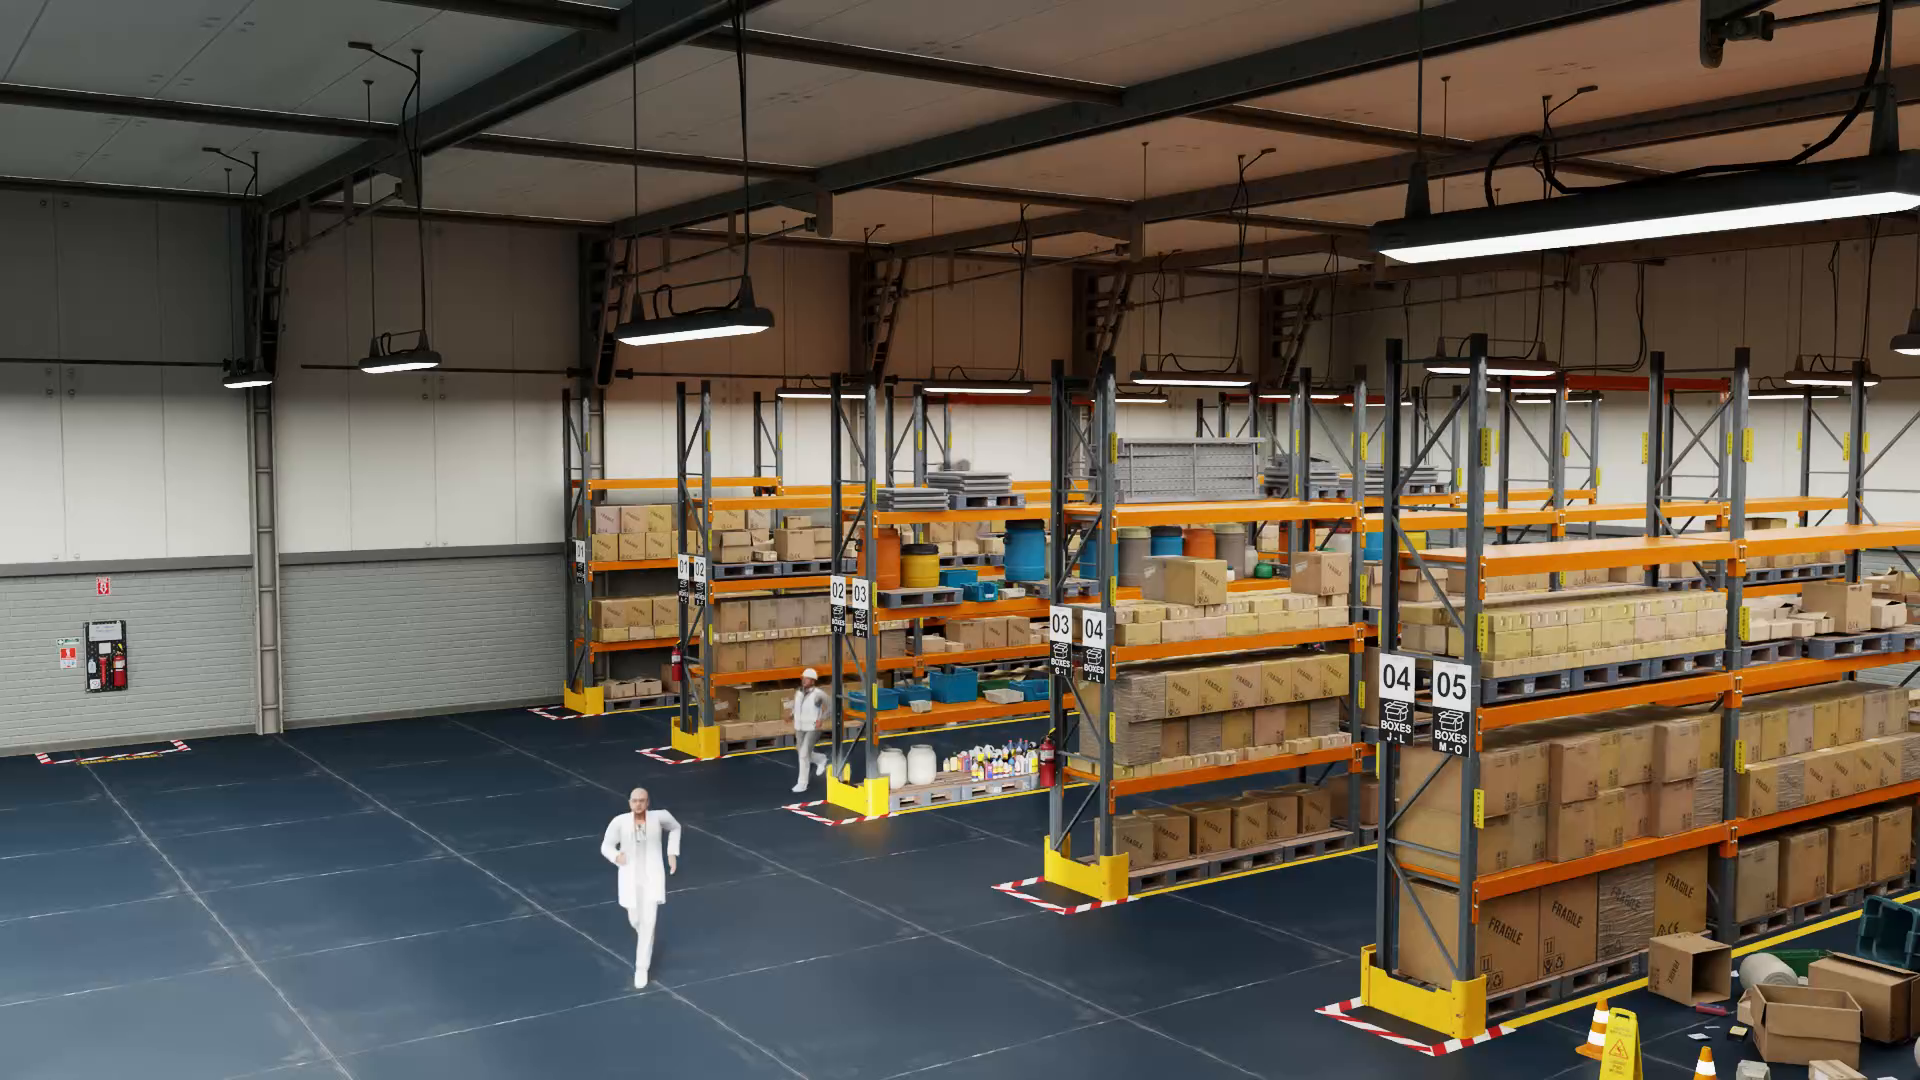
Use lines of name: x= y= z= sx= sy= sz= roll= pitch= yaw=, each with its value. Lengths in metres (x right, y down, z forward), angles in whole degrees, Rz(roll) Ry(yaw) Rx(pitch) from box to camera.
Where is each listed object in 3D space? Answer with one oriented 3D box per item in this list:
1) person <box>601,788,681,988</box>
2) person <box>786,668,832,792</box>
person: x=-3.050 y=3.272 z=15.942 sx=0.742 sy=1.835 sz=1.009 roll=0 pitch=4 yaw=-7
person: x=-2.166 y=2.752 z=24.225 sx=0.671 sy=1.773 sz=0.823 roll=3 pitch=4 yaw=35
